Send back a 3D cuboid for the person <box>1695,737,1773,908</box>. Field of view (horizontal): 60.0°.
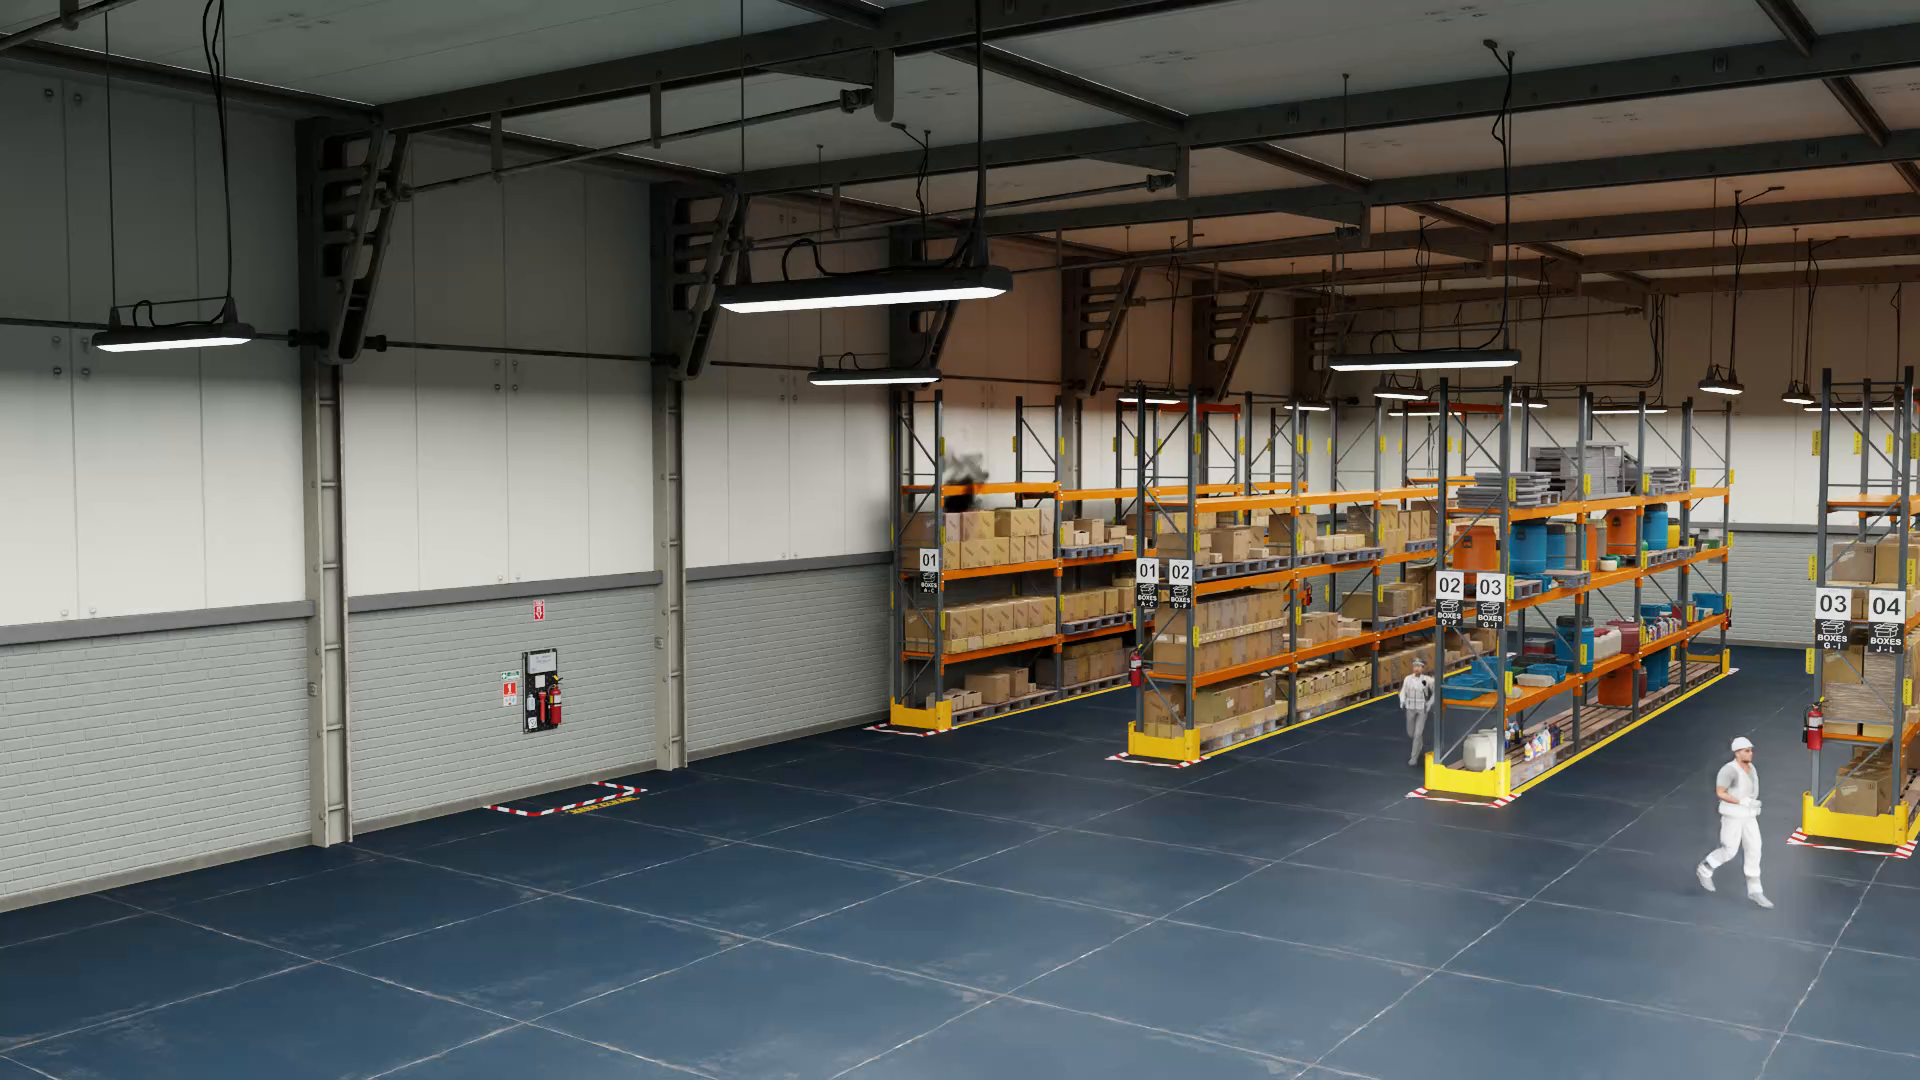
[{"bbox_3d":[8.570,3.066,18.337,0.682,1.807,0.883,-2,4,-28],"label":"person"}]

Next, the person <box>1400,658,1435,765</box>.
[{"bbox_3d":[7.287,2.696,26.405,0.617,1.682,0.747,2,4,30],"label":"person"}]
